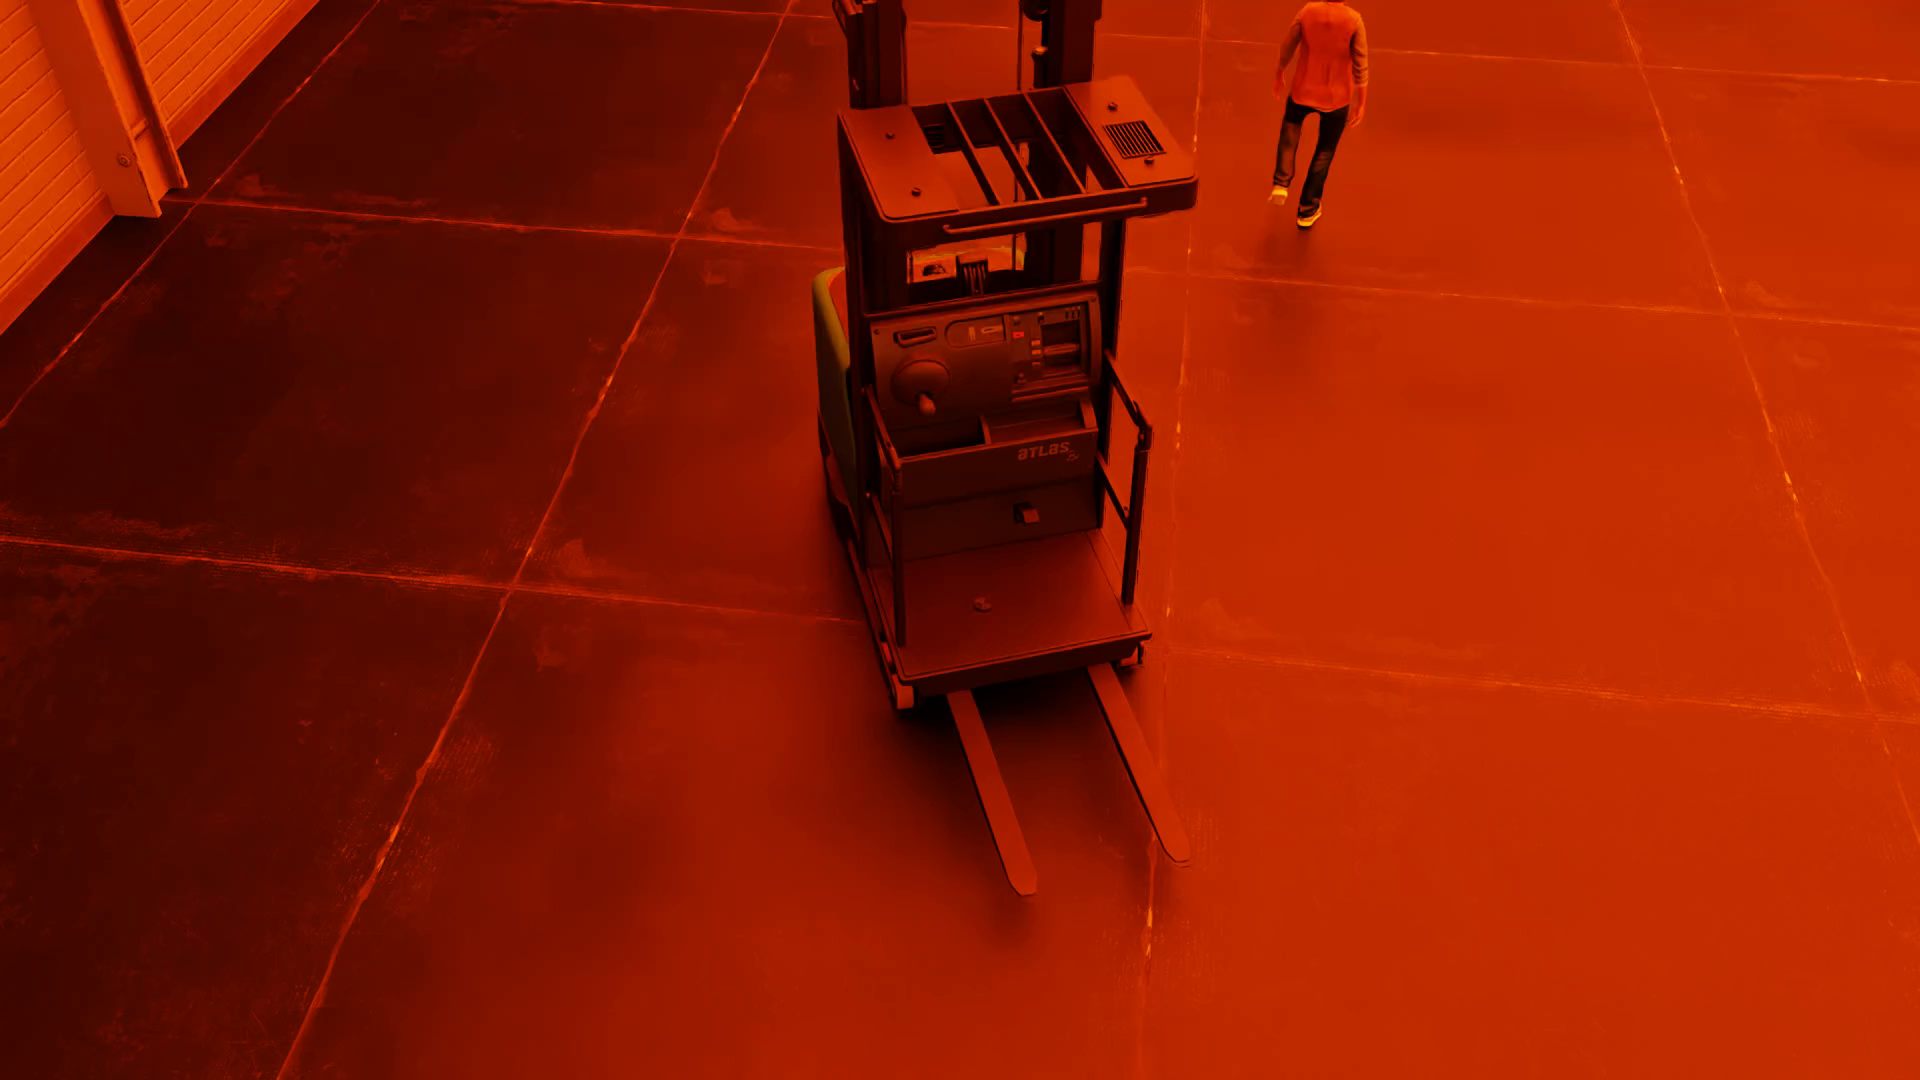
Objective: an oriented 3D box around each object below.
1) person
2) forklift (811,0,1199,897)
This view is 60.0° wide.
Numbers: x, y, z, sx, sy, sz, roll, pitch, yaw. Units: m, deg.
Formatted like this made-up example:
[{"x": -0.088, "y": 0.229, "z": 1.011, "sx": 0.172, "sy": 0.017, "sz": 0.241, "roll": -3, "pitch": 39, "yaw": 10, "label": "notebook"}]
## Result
[{"x": 2.057, "y": -2.558, "z": 9.512, "sx": 0.550, "sy": 1.578, "sz": 0.408, "roll": 15, "pitch": 45, "yaw": 15, "label": "person"}, {"x": 0.165, "y": -0.648, "z": 6.430, "sx": 1.130, "sy": 2.935, "sz": 3.031, "roll": -10, "pitch": 44, "yaw": -11, "label": "forklift"}]
